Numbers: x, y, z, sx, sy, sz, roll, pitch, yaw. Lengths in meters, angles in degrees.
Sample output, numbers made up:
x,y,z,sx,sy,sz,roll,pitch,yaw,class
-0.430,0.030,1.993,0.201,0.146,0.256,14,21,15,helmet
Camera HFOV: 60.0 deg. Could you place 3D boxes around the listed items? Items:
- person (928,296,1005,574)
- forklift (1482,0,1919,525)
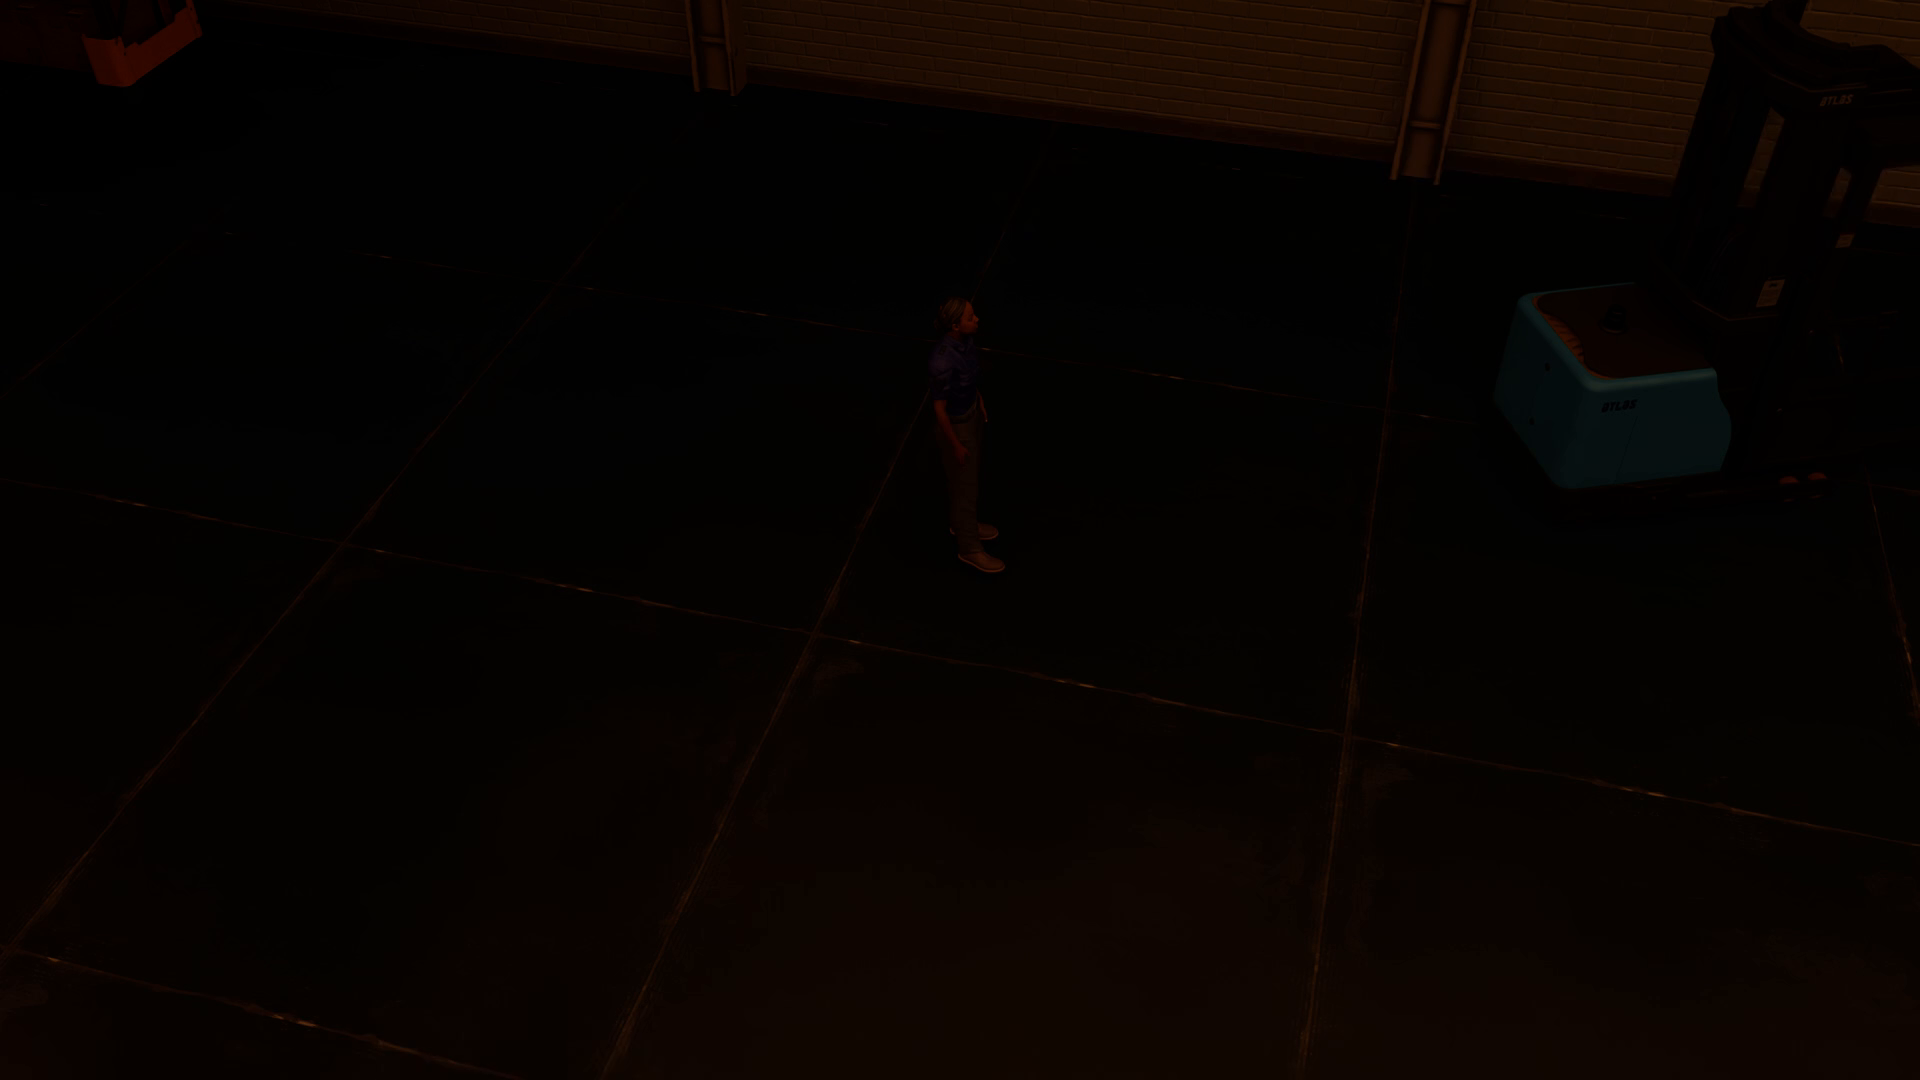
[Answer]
x,y,z,sx,sy,sz,roll,pitch,yaw,class
0.079,-0.630,9.477,0.504,1.654,0.569,10,42,11,person
4.962,-1.674,9.771,3.031,2.935,1.130,-7,42,-8,forklift
